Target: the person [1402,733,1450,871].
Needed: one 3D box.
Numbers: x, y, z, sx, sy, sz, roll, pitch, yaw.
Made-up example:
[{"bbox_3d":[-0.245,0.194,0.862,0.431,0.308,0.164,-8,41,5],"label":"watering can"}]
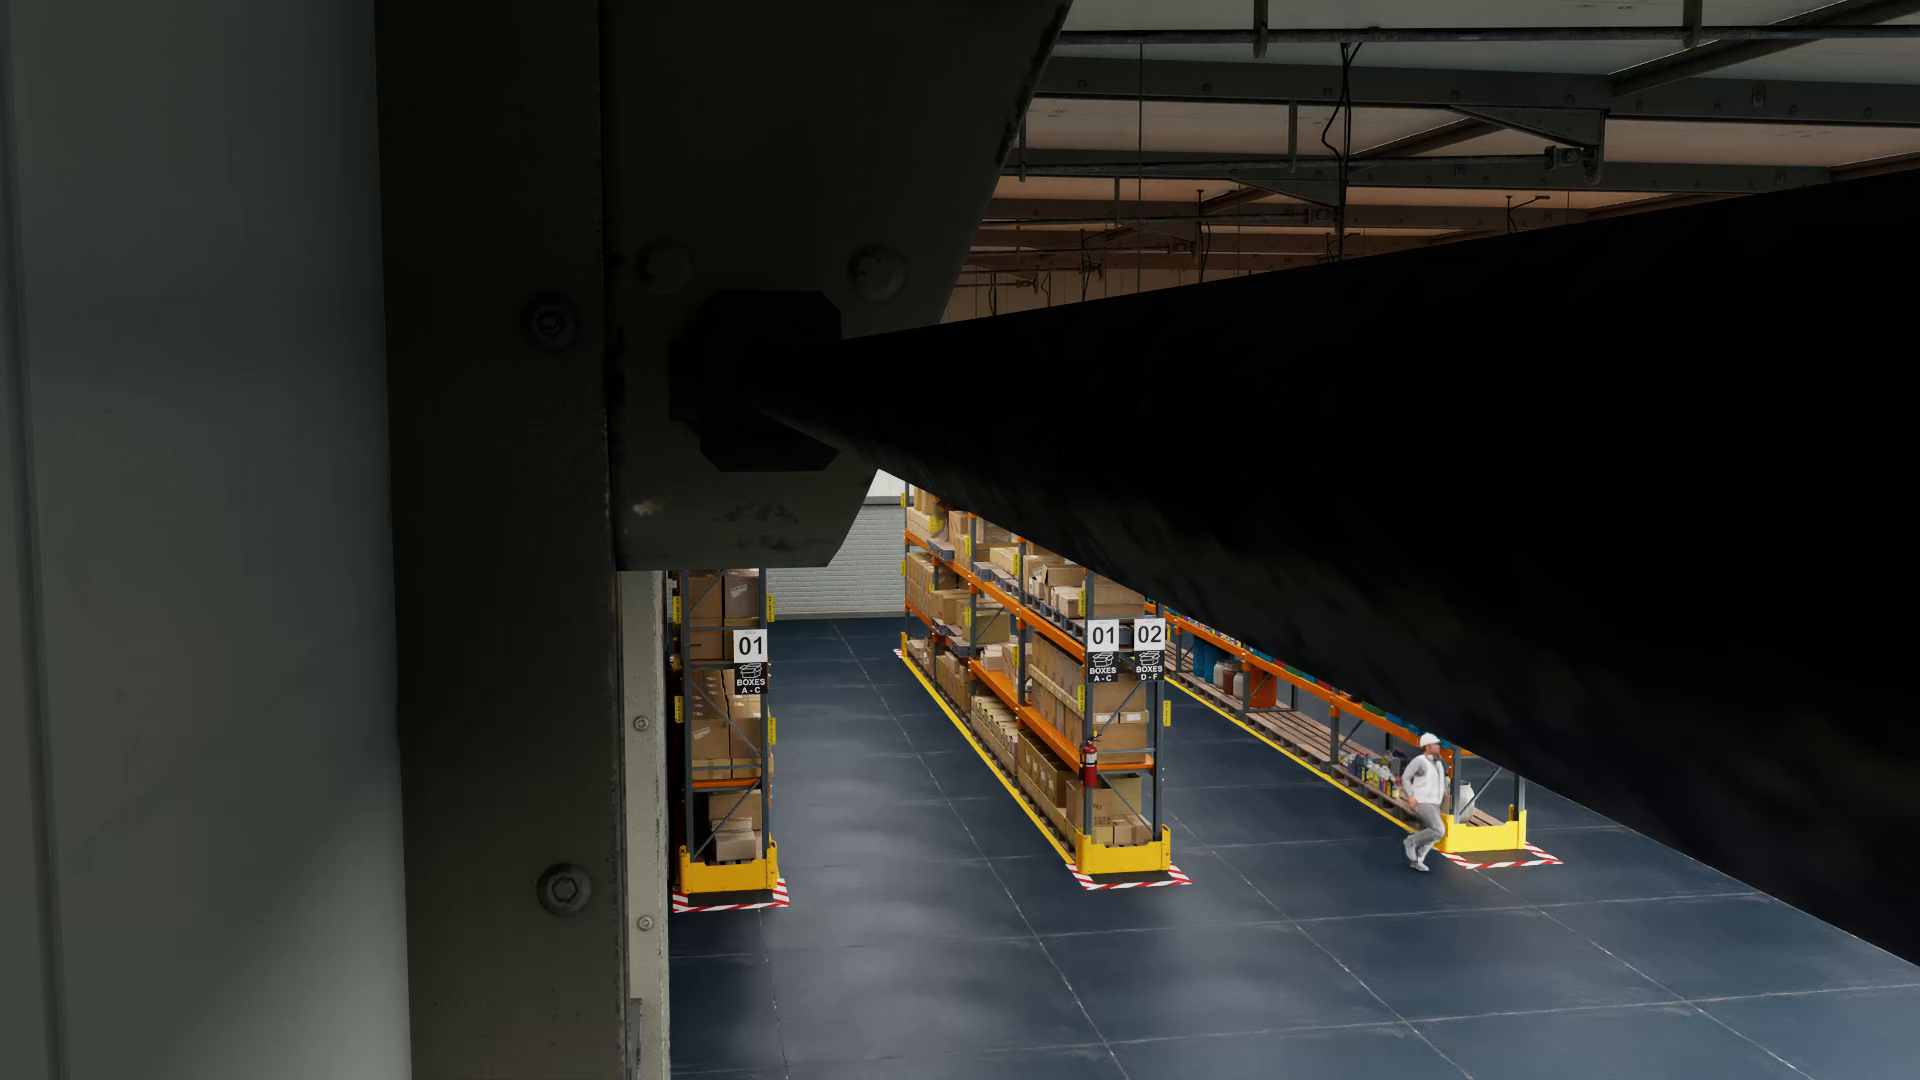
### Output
[{"bbox_3d":[5.968,3.306,21.039,0.684,1.700,0.534,-6,8,-43],"label":"person"}]
